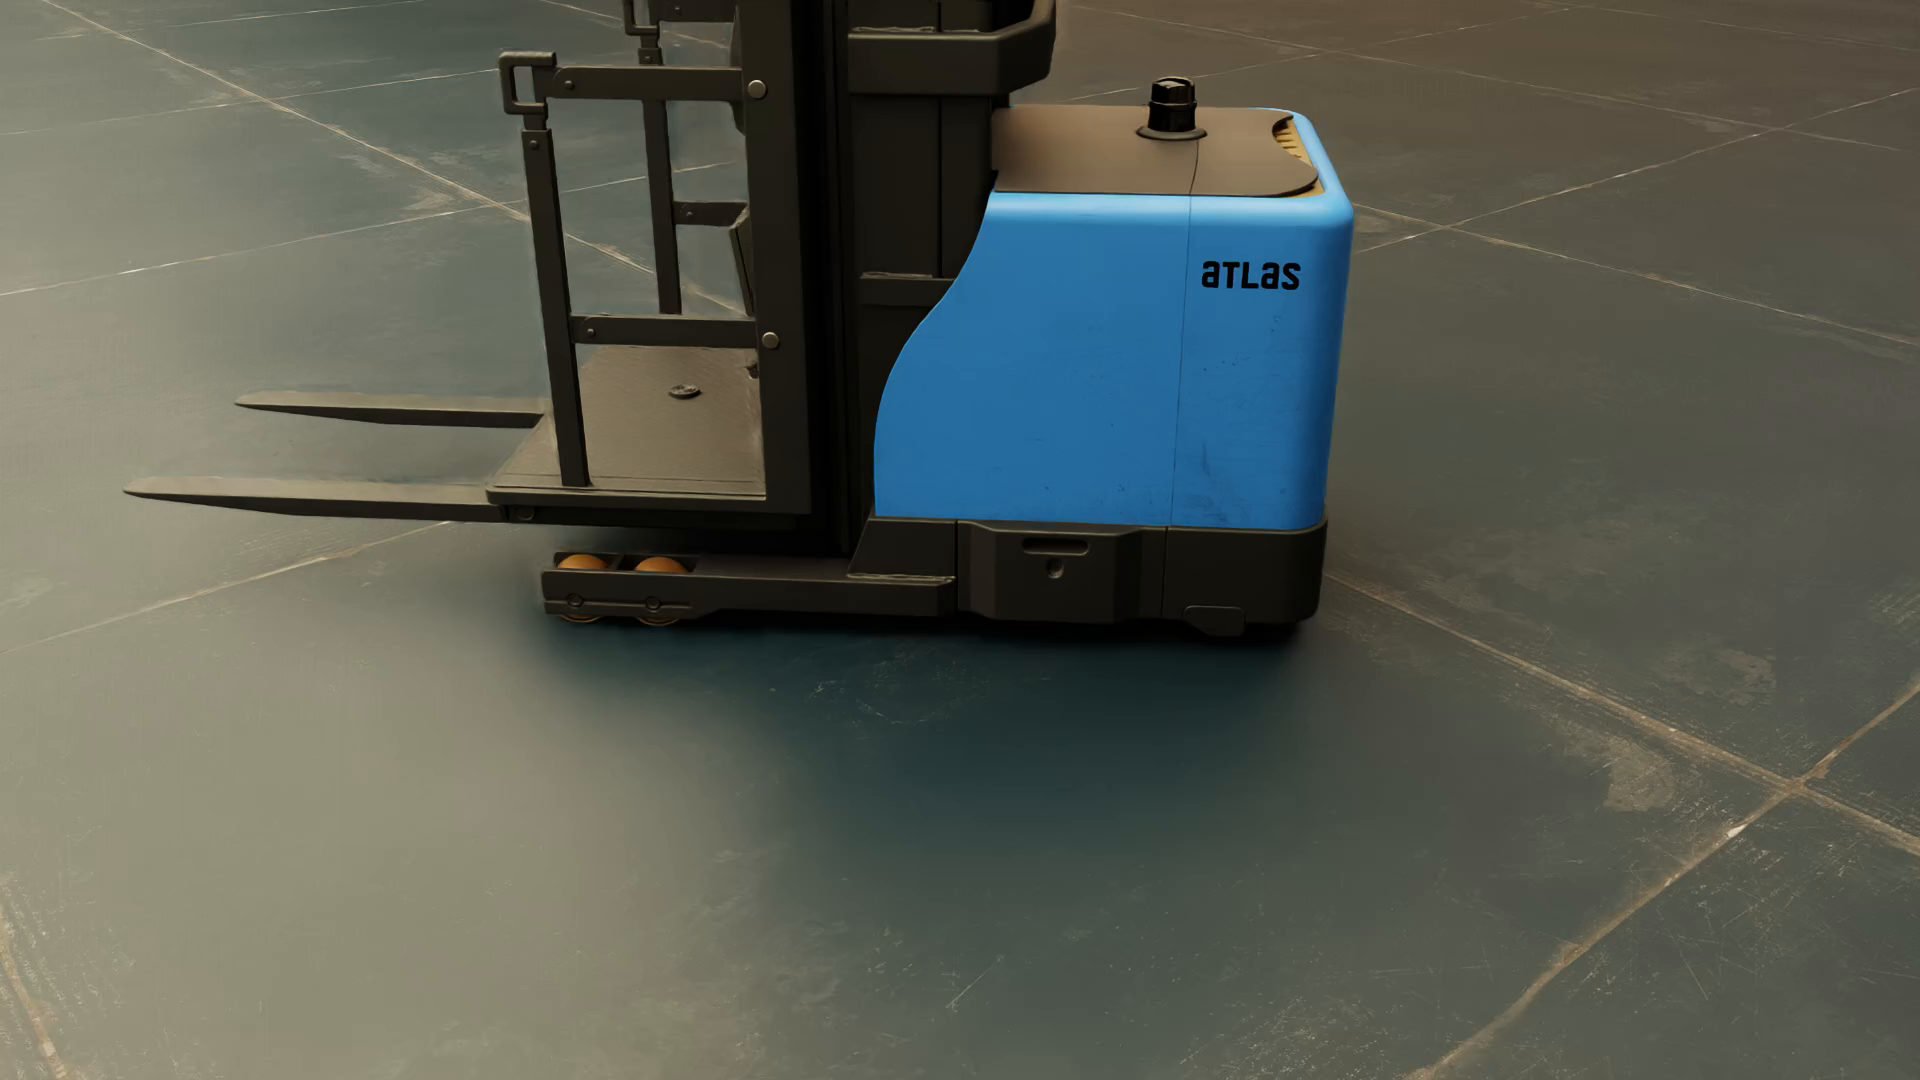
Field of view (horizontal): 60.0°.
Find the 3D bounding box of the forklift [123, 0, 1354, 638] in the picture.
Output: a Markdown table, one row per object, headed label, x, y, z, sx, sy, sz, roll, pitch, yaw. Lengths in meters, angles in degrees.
| label | x | y | z | sx | sy | sz | roll | pitch | yaw |
| --- | --- | --- | --- | --- | --- | --- | --- | --- | --- |
| forklift | -0.610 | -1.333 | 3.889 | 3.031 | 2.935 | 1.130 | 2 | 26 | 4 |
